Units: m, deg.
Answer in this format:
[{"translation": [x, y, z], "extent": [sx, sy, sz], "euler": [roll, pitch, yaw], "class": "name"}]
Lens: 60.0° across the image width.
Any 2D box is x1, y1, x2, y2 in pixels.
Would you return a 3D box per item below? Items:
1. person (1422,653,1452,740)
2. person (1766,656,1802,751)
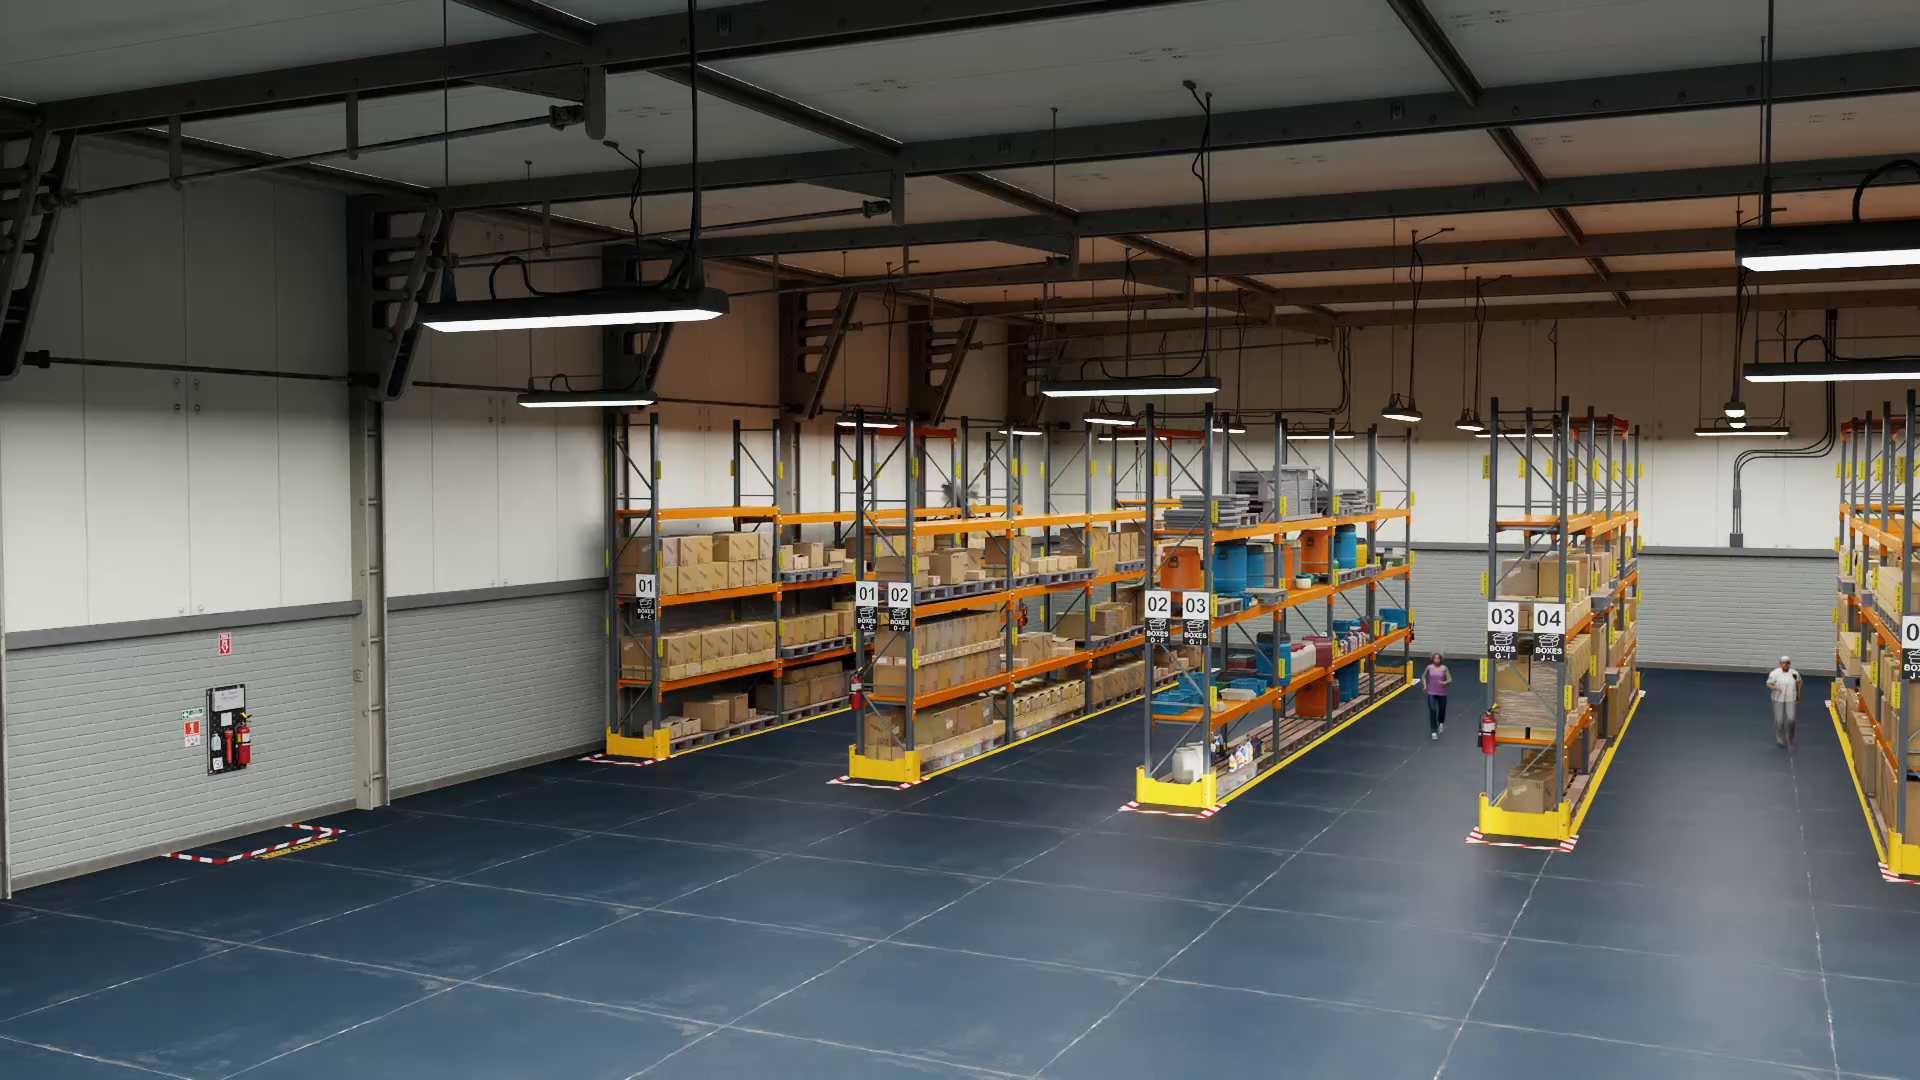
[{"translation": [8.894, 2.889, 31.030], "extent": [0.543, 1.576, 0.877], "euler": [1, 2, 16], "class": "person"}, {"translation": [14.809, 2.935, 29.883], "extent": [0.592, 1.718, 0.725], "euler": [1, 3, 23], "class": "person"}]
